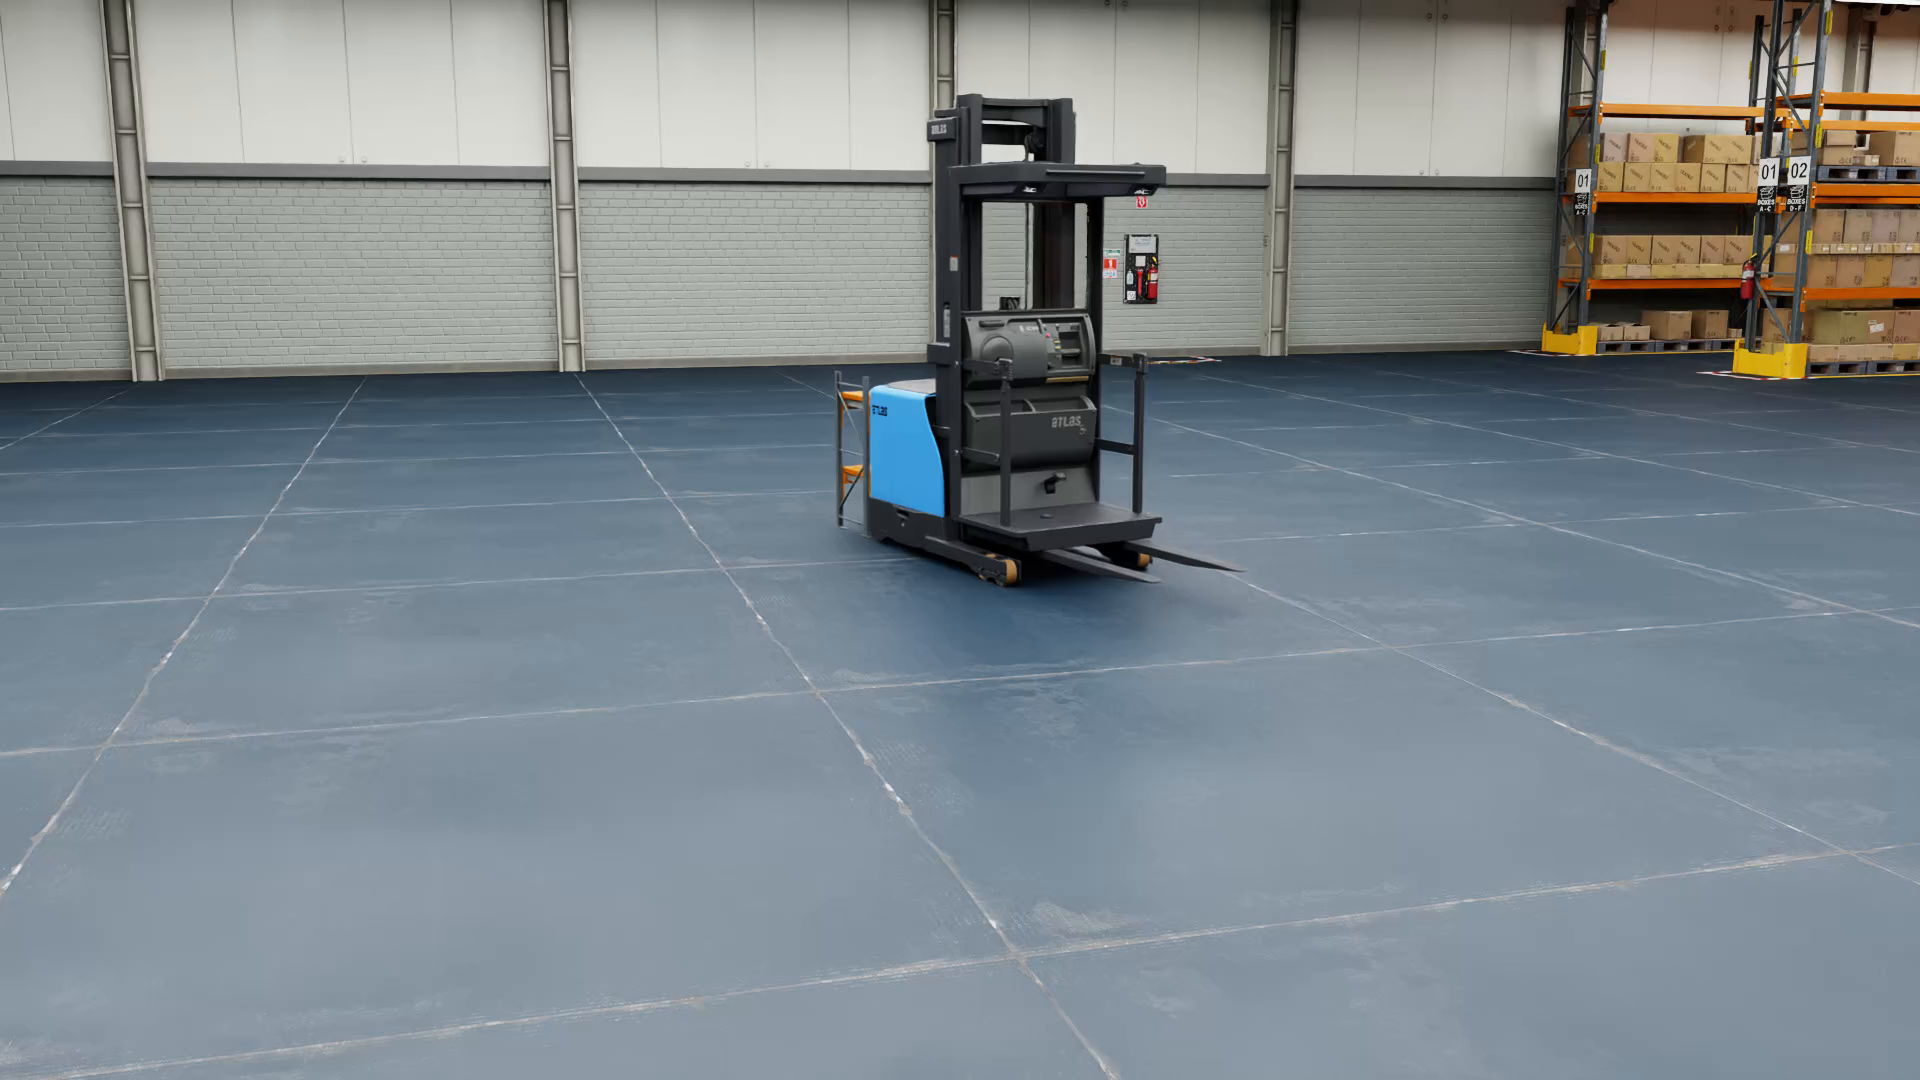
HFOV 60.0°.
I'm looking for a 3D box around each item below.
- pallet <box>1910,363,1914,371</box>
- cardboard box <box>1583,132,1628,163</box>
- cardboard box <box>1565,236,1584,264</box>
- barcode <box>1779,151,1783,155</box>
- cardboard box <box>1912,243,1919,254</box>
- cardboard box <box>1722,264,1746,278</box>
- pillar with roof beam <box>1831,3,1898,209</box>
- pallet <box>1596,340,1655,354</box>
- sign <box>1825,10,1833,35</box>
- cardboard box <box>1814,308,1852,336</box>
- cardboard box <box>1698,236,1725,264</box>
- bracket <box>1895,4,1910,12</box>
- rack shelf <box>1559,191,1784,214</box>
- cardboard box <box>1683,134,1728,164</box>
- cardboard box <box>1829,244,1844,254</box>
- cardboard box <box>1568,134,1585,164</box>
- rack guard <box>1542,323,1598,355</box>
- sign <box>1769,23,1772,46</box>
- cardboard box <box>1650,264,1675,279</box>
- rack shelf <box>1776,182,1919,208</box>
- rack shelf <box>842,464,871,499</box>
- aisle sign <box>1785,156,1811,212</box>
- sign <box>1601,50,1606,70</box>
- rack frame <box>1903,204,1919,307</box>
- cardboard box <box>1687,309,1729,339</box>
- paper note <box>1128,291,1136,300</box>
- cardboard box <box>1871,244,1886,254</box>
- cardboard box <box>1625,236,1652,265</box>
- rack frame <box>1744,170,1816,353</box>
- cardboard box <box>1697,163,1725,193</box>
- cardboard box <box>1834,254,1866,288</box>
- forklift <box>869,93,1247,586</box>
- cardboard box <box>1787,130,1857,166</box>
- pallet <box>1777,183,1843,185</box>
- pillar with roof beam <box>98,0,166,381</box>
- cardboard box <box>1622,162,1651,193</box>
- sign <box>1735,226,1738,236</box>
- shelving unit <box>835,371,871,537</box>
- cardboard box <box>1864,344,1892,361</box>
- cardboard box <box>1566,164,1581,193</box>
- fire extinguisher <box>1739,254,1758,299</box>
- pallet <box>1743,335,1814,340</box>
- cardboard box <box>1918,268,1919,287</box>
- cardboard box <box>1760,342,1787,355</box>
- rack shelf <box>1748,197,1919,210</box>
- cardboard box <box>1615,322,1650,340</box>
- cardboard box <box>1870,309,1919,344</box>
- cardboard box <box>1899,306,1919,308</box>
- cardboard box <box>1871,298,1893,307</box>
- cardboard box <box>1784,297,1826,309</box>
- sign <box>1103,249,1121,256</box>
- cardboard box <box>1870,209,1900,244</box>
[{"bbox_3d":[15.278,-2.768,25.998,1.213,0.211,1.003,-3,11,-16],"label":"pallet"},{"bbox_3d":[11.262,-6.834,29.006,0.500,0.500,0.500,-4,11,-20],"label":"cardboard box"},{"bbox_3d":[11.218,-5.196,29.776,0.500,0.500,0.500,-3,11,-17],"label":"cardboard box"},{"bbox_3d":[12.368,-5.830,25.040,0.075,0.075,0.001,-3,11,-16],"label":"barcode"},{"bbox_3d":[14.379,-4.411,25.157,0.250,0.149,0.380,-3,11,-14],"label":"cardboard box"},{"bbox_3d":[13.815,-4.869,30.068,0.500,0.250,0.500,-3,11,-16],"label":"cardboard box"},{"bbox_3d":[18.219,-7.522,27.552,0.548,9.000,9.100,-3,11,-16],"label":"pillar with roof beam"},{"bbox_3d":[11.688,-3.498,29.965,1.213,0.211,1.003,-3,11,-16],"label":"pallet"},{"bbox_3d":[12.362,-7.361,23.658,0.005,0.325,0.100,-3,11,-16],"label":"sign"},{"bbox_3d":[13.601,-3.325,25.686,0.500,0.500,0.500,-3,11,-16],"label":"cardboard box"},{"bbox_3d":[13.334,-5.210,29.853,0.500,0.500,0.500,-3,11,-18],"label":"cardboard box"},{"bbox_3d":[17.514,-10.000,31.070,0.430,0.232,0.235,-3,11,-16],"label":"bracket"},{"bbox_3d":[12.745,-6.053,29.845,4.000,0.370,1.077,-3,11,-16],"label":"rack shelf"},{"bbox_3d":[13.238,-6.929,29.521,0.500,0.500,0.500,-3,11,-18],"label":"cardboard box"},{"bbox_3d":[12.903,-4.334,24.737,0.250,0.149,0.380,-3,11,-17],"label":"cardboard box"},{"bbox_3d":[11.166,-6.924,29.495,0.500,0.500,0.500,-3,11,-13],"label":"cardboard box"},{"bbox_3d":[10.898,-3.605,29.749,0.348,0.500,1.175,-3,11,-16],"label":"rack guard"},{"bbox_3d":[12.075,-7.514,24.707,0.005,0.325,0.100,-3,11,-16],"label":"sign"},{"bbox_3d":[12.367,-4.790,29.639,0.500,0.250,0.500,-3,11,-17],"label":"cardboard box"},{"bbox_3d":[14.133,-5.192,25.169,4.000,0.370,1.077,-3,11,-16],"label":"rack shelf"},{"bbox_3d":[-0.317,-0.416,12.048,1.000,0.278,0.538,-6,12,-28],"label":"rack shelf"},{"bbox_3d":[12.235,-5.192,24.283,0.004,0.787,0.394,-3,11,-16],"label":"aisle sign"},{"bbox_3d":[10.976,-8.185,28.355,0.005,0.325,0.100,-3,11,-16],"label":"sign"},{"bbox_3d":[18.506,-5.236,31.701,0.127,3.000,1.000,-3,11,-16],"label":"rack frame"},{"bbox_3d":[13.680,-3.961,30.465,0.500,0.500,0.500,-4,11,-20],"label":"cardboard box"},{"bbox_3d":[2.922,-4.164,28.315,0.142,0.148,0.016,-3,11,-16],"label":"paper note"},{"bbox_3d":[13.641,-4.373,24.947,0.250,0.149,0.380,-3,11,-18],"label":"cardboard box"},{"bbox_3d":[11.844,-5.131,29.420,0.500,0.500,0.500,-3,11,-16],"label":"cardboard box"},{"bbox_3d":[12.213,-3.970,24.825,0.127,3.000,1.000,-3,11,-16],"label":"rack frame"},{"bbox_3d":[13.239,-6.441,29.632,0.500,0.500,0.500,-3,11,-18],"label":"cardboard box"},{"bbox_3d":[13.168,-4.068,25.082,0.500,0.500,0.700,-3,11,-14],"label":"cardboard box"},{"bbox_3d":[0.559,-1.258,10.286,1.130,2.935,3.031,-6,12,-30],"label":"forklift"},{"bbox_3d":[12.766,-5.800,24.648,0.637,0.503,0.797,-2,11,-12],"label":"cardboard box"},{"bbox_3d":[15.288,-6.429,30.416,1.003,0.211,1.213,-3,11,-16],"label":"pallet"},{"bbox_3d":[-10.585,-6.004,19.306,0.400,9.000,9.100,-3,11,-16],"label":"pillar with roof beam"},{"bbox_3d":[11.741,-6.359,29.189,0.500,0.500,0.500,-2,11,-12],"label":"cardboard box"},{"bbox_3d":[14.507,-5.699,31.020,0.005,0.325,0.100,-3,11,-16],"label":"sign"},{"bbox_3d":[-0.317,-0.656,12.004,1.048,1.125,0.538,-6,12,-28],"label":"shelving unit"},{"bbox_3d":[13.749,-2.864,25.252,0.500,0.250,0.500,-3,11,-16],"label":"cardboard box"},{"bbox_3d":[11.155,-6.430,29.573,0.500,0.500,0.500,-2,11,-12],"label":"cardboard box"},{"bbox_3d":[11.970,-4.007,25.239,0.183,0.674,0.296,-3,11,-16],"label":"fire extinguisher"},{"bbox_3d":[15.412,-3.701,31.069,1.213,0.211,1.003,-3,11,-16],"label":"pallet"},{"bbox_3d":[14.642,-4.145,25.503,0.500,0.500,0.700,-3,11,-15],"label":"cardboard box"},{"bbox_3d":[12.645,-2.903,25.463,0.500,0.250,0.500,-3,11,-16],"label":"cardboard box"},{"bbox_3d":[16.586,-6.256,30.945,4.000,0.370,1.077,-3,11,-16],"label":"rack shelf"},{"bbox_3d":[12.062,-3.773,29.968,0.500,0.311,0.500,-2,11,-11],"label":"cardboard box"},{"bbox_3d":[14.231,-3.257,25.316,0.500,0.500,0.500,-3,11,-16],"label":"cardboard box"},{"bbox_3d":[15.043,-3.400,26.091,0.500,0.500,0.500,-3,11,-16],"label":"cardboard box"},{"bbox_3d":[17.264,-4.528,31.475,0.500,0.250,0.500,-3,11,-15],"label":"cardboard box"},{"bbox_3d":[15.789,-4.452,31.063,0.500,0.250,0.500,-3,11,-17],"label":"cardboard box"},{"bbox_3d":[2.558,-4.861,28.106,0.331,0.109,0.001,-3,11,-16],"label":"sign"},{"bbox_3d":[13.703,-4.734,25.119,0.500,0.500,0.700,-3,11,-16],"label":"cardboard box"}]
